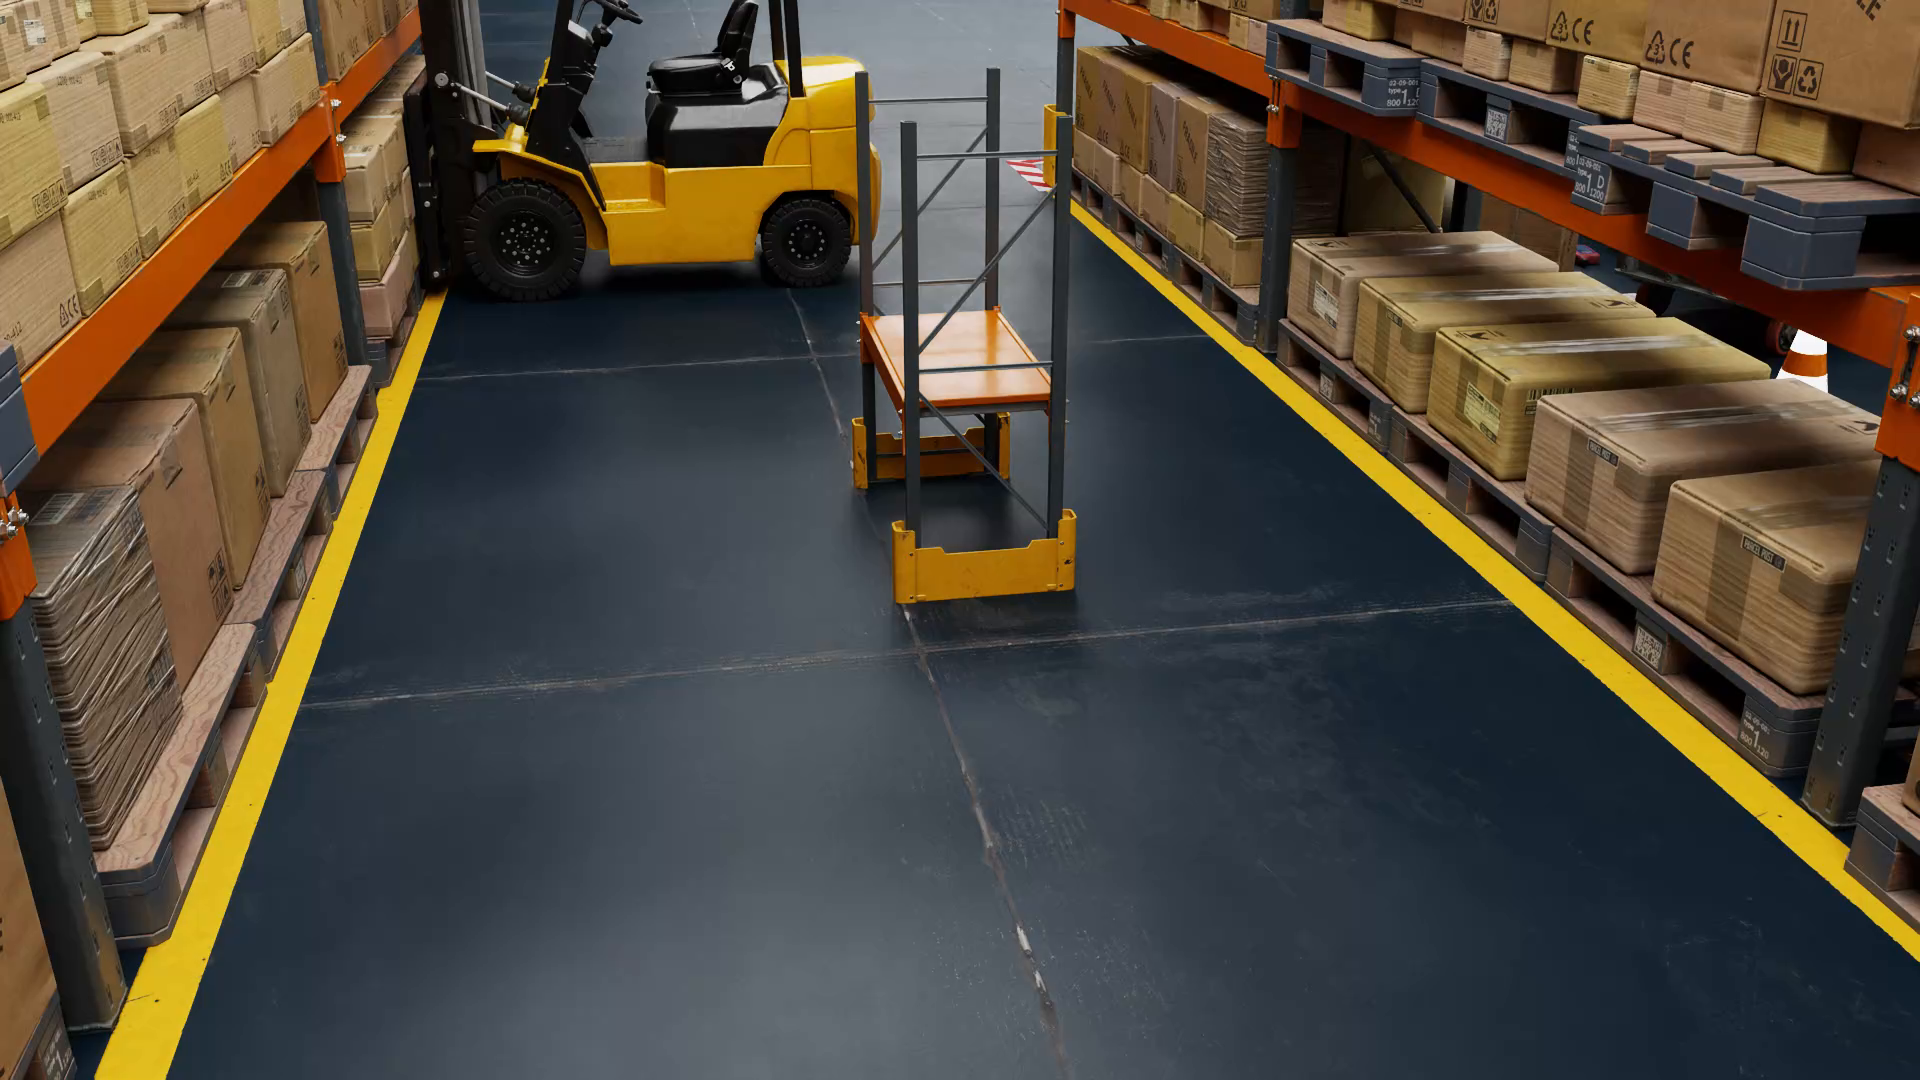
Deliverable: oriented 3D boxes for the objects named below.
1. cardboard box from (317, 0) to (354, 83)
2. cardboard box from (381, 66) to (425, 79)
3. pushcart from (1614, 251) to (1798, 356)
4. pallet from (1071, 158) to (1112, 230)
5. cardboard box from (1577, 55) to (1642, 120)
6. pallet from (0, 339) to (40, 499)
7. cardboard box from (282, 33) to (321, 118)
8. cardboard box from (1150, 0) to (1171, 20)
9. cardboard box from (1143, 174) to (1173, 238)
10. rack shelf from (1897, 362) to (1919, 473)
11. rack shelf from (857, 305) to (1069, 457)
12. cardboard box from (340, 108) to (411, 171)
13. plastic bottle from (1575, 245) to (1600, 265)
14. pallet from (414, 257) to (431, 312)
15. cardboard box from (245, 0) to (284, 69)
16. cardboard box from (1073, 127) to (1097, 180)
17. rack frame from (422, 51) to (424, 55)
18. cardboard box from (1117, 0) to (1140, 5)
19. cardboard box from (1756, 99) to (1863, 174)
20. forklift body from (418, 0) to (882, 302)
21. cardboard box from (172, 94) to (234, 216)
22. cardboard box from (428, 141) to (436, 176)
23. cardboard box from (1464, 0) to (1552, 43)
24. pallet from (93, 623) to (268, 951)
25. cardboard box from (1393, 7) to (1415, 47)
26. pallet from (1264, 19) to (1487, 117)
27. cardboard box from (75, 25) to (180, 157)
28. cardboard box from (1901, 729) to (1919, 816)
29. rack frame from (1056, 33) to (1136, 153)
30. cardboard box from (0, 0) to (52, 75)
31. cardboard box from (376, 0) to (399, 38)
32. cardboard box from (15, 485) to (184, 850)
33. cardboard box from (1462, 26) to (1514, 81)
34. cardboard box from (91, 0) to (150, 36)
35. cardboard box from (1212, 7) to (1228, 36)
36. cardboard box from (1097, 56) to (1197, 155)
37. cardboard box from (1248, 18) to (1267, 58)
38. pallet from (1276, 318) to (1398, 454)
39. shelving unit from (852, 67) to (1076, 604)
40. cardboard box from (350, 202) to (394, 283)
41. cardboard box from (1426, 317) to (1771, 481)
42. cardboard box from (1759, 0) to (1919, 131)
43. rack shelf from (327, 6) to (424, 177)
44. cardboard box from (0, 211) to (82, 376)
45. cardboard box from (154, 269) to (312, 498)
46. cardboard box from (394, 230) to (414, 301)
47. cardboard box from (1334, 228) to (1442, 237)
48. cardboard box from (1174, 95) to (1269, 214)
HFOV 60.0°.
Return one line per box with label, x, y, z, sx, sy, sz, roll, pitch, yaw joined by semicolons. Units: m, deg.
cardboard box;-2.814;-2.161;6.825;0.500;0.500;0.500;-5;24;-11
cardboard box;-3.236;-2.527;9.449;0.500;0.250;0.500;-4;24;-9
pushcart;4.120;-1.277;8.202;1.648;0.377;0.936;-13;27;-28
pallet;1.279;-2.234;10.600;1.003;0.211;1.213;-4;24;-10
cardboard box;2.022;-1.308;4.787;0.380;0.149;0.250;-4;24;-9
pallet;-2.055;0.001;2.239;1.213;0.211;1.003;-4;24;-10
cardboard box;-2.638;-1.674;6.022;0.500;0.250;0.500;-4;24;-9
cardboard box;1.238;-2.880;8.910;0.380;0.149;0.250;-4;24;-9
cardboard box;1.318;-1.844;9.136;0.500;0.250;0.500;-4;24;-9
rack shelf;2.998;0.400;1.986;1.077;0.370;4.000;-4;24;-10
rack shelf;-0.016;-0.556;5.599;0.538;0.185;1.000;-4;24;-10
cardboard box;-2.958;-1.922;8.065;0.500;0.250;0.500;-3;24;-8
plastic bottle;3.493;-1.590;9.314;0.133;0.061;0.283;0;24;-1
pallet;-3.323;-1.440;8.784;1.003;0.211;1.213;-4;24;-10
cardboard box;-2.544;-1.706;5.470;0.500;0.250;0.500;-5;24;-11
cardboard box;1.027;-2.458;10.541;0.500;0.250;0.500;-5;24;-10
rack frame;-3.728;-3.495;10.004;1.000;3.000;0.127;-4;24;-10
cardboard box;1.121;-3.188;9.616;0.380;0.149;0.250;-4;24;-8
cardboard box;2.216;-1.006;4.094;0.380;0.149;0.250;-4;24;-9
forklift body;-1.585;-2.495;8.775;2.313;2.155;1.214;-4;24;-10
cardboard box;-2.375;-1.076;4.654;0.500;0.250;0.500;-4;24;-8
cardboard box;-3.133;-2.088;9.070;0.500;0.250;0.500;-5;24;-11
cardboard box;1.970;-1.865;5.252;0.500;0.500;0.500;-5;24;-12
pallet;-2.363;0.603;4.105;1.003;0.211;1.213;-4;24;-10
cardboard box;1.846;-1.922;6.192;0.380;0.149;0.250;-3;24;-6
pallet;1.887;-1.891;6.571;1.003;0.211;1.213;-4;24;-10
cardboard box;-2.261;-1.105;4.096;0.500;0.250;0.500;-5;24;-11
cardboard box;2.675;0.342;3.349;0.875;0.875;0.875;-5;24;-10
rack frame;1.149;-3.864;10.848;1.000;3.000;0.127;-4;24;-10
cardboard box;-2.142;-1.042;3.453;0.380;0.149;0.250;-4;24;-8
cardboard box;-3.093;-2.763;8.204;0.500;0.500;0.500;-4;24;-9
cardboard box;-2.351;0.301;3.754;0.875;0.625;0.625;-4;24;-8
cardboard box;1.894;-1.612;5.482;0.380;0.149;0.250;-3;24;-8
cardboard box;-2.267;-1.345;4.147;0.380;0.149;0.250;-4;24;-9
cardboard box;1.473;-2.584;8.232;0.380;0.149;0.250;-5;24;-10
cardboard box;1.133;-2.587;9.900;0.500;0.500;0.500;-5;24;-12
cardboard box;1.530;-2.279;7.534;0.380;0.149;0.250;-5;24;-10
pallet;2.034;-0.706;7.103;1.003;0.211;1.213;-4;24;-10
shelving unit;-0.014;-0.717;5.518;0.587;1.500;1.083;-4;24;-10
cardboard box;-2.775;-1.296;7.256;0.500;0.250;0.500;-4;24;-10
cardboard box;2.255;-0.516;5.943;0.950;0.372;0.625;-4;24;-8
cardboard box;2.271;-1.250;3.842;0.500;0.500;0.500;-5;24;-11
rack shelf;-3.358;-2.378;8.347;1.077;0.370;4.000;-4;24;-10
cardboard box;-2.091;-0.472;3.270;0.500;0.250;0.500;-4;24;-10
cardboard box;-2.745;-0.515;5.625;0.875;0.625;0.625;-5;24;-10
cardboard box;-2.862;-1.267;7.814;0.500;0.250;0.500;-5;24;-11
cardboard box;2.045;-1.475;8.289;0.500;0.250;0.500;-5;24;-12
cardboard box;1.420;-1.979;8.507;0.500;0.500;0.500;-4;24;-9
